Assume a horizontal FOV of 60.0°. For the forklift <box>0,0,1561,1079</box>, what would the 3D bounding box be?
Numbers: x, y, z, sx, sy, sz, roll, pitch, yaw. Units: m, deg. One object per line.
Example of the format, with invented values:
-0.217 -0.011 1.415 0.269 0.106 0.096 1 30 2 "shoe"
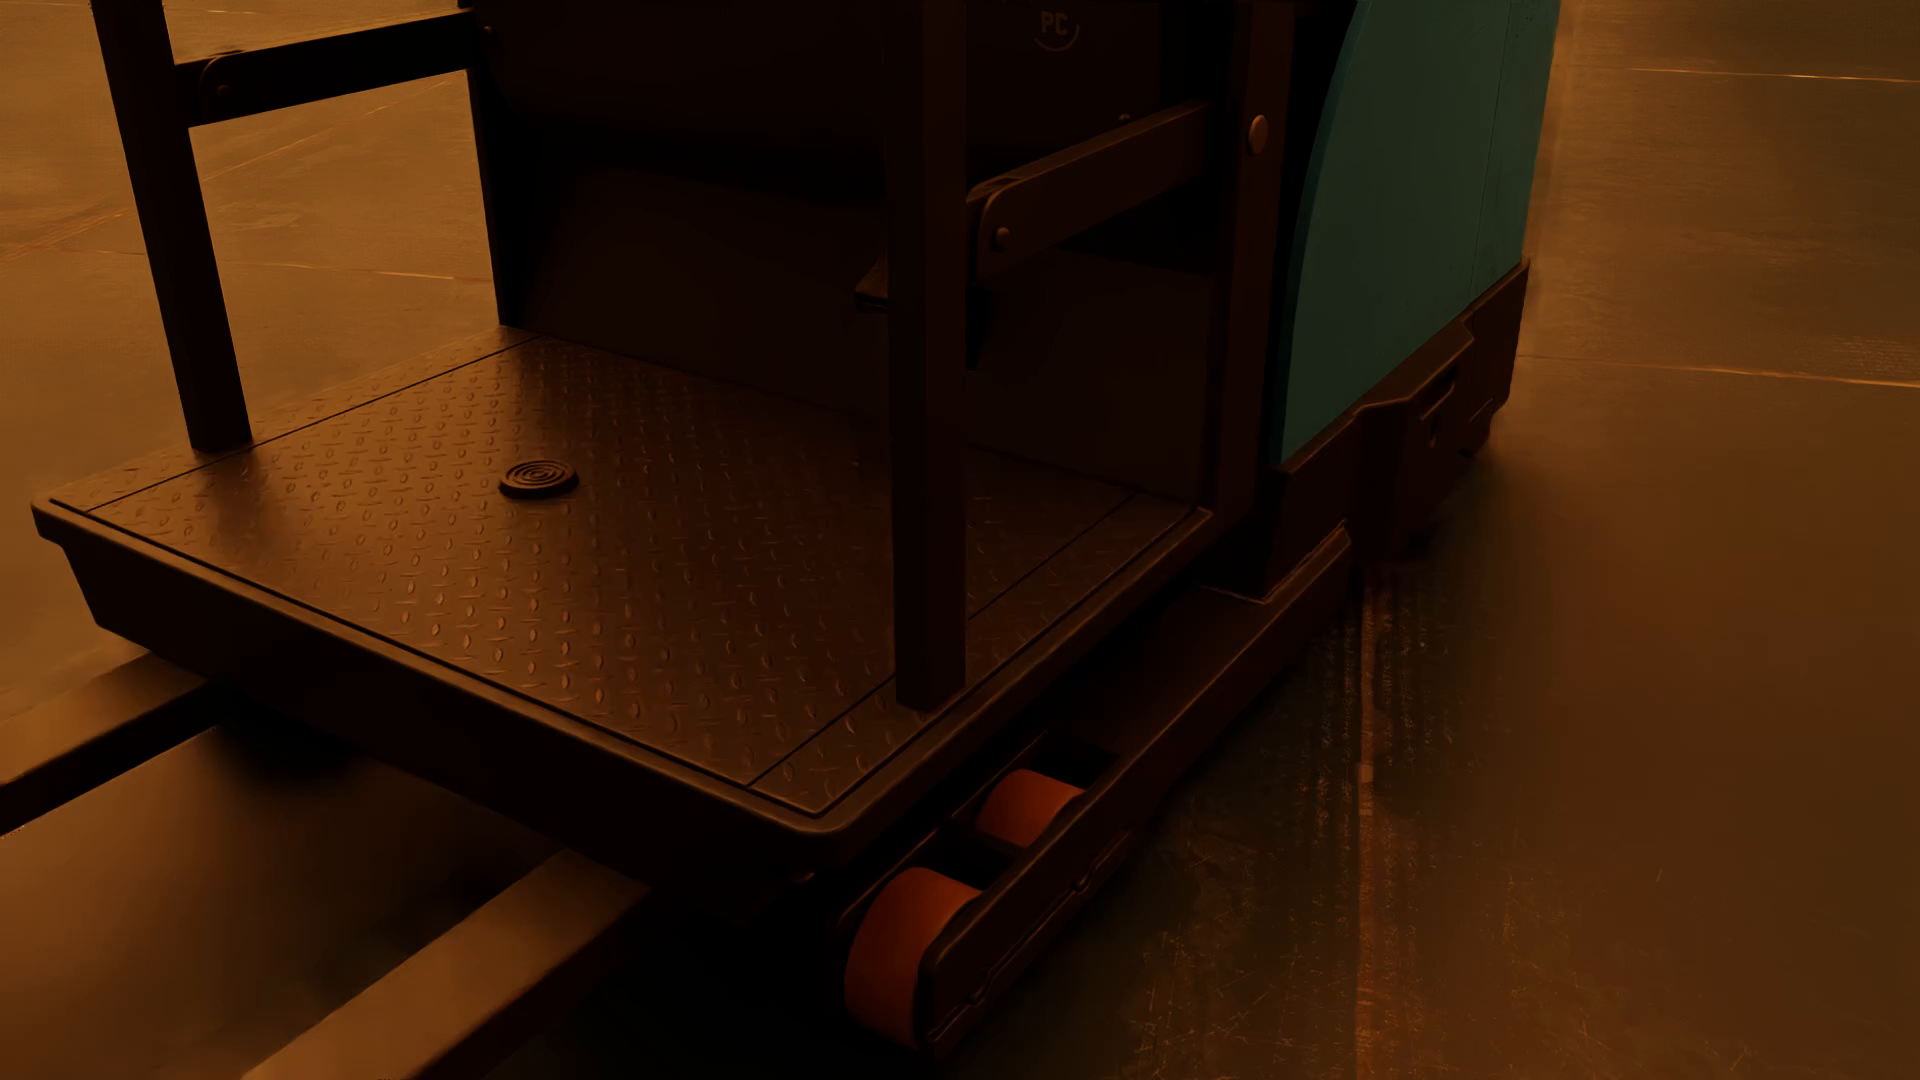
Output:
-0.294 -1.075 1.377 1.130 2.935 3.031 16 31 29 "forklift"
